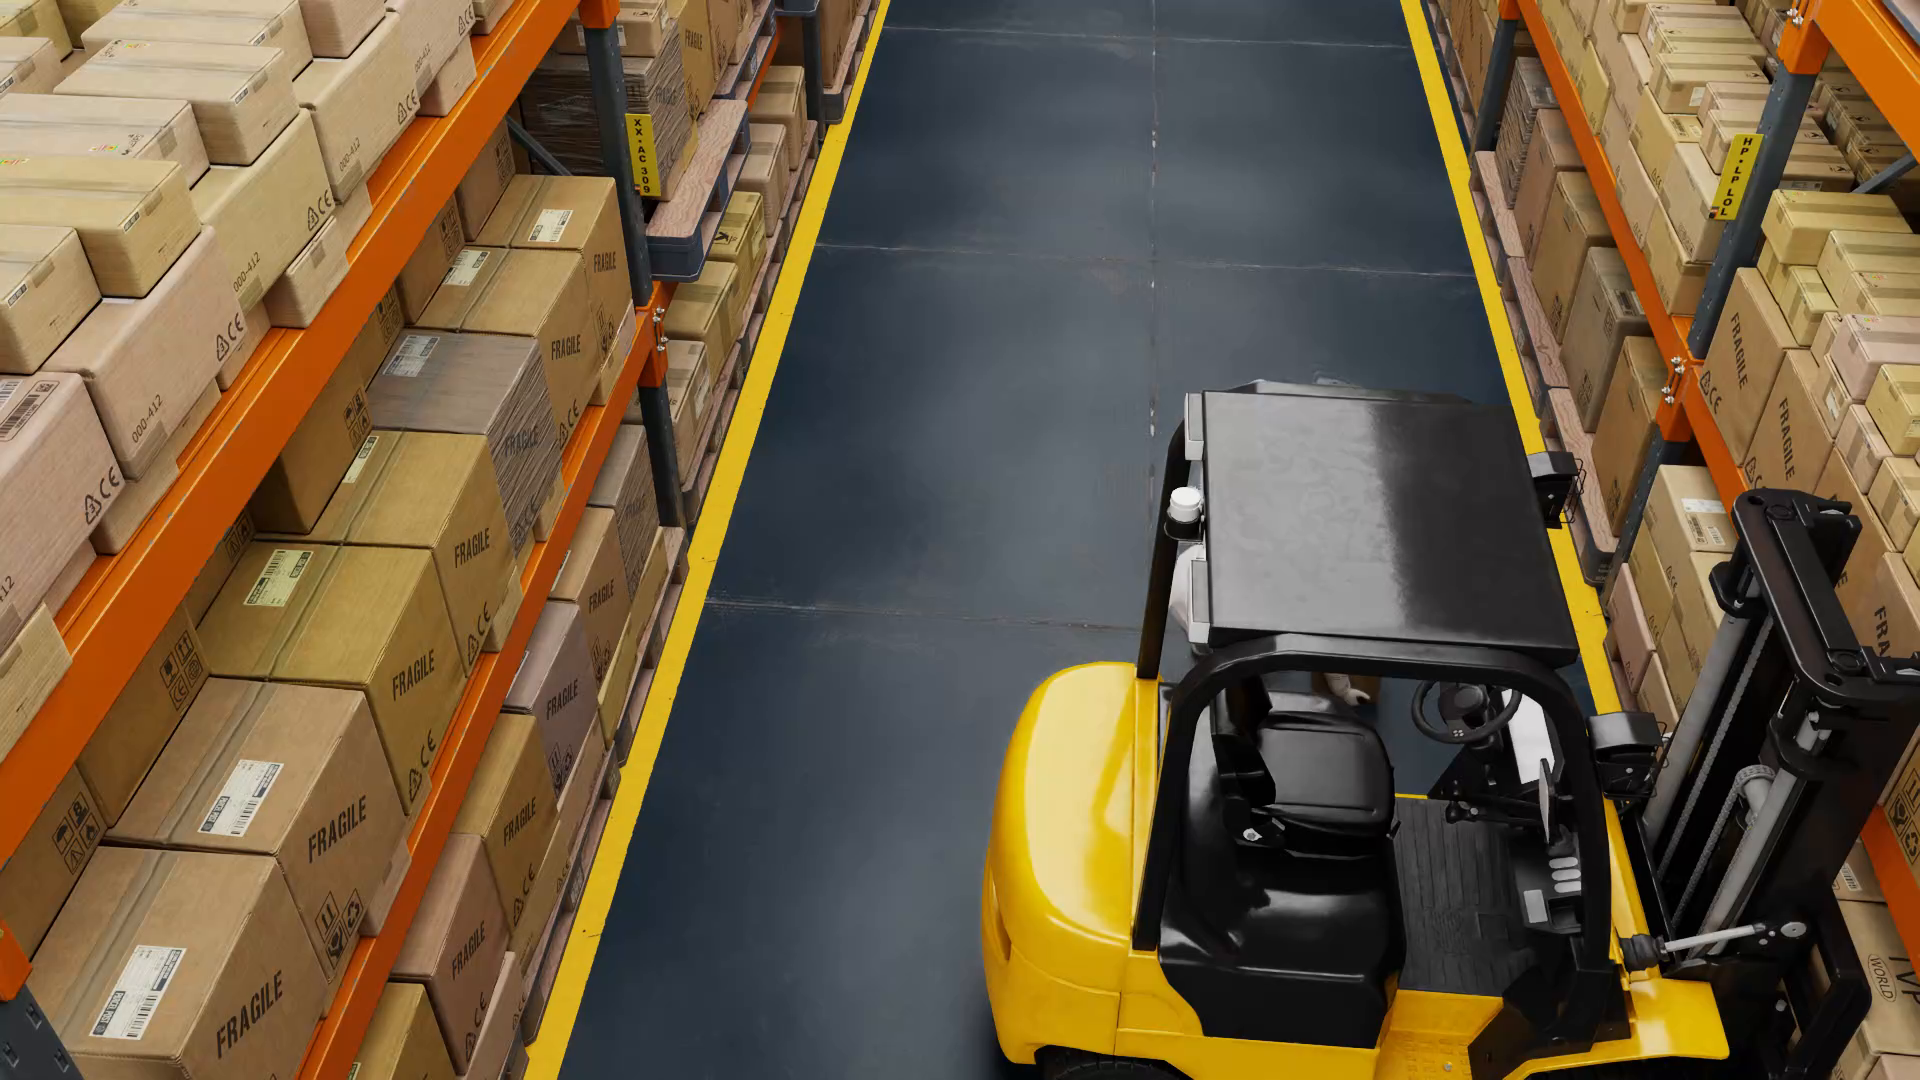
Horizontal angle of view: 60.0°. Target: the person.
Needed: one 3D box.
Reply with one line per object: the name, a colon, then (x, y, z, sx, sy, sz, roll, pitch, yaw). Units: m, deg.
person: (1.262, 0.270, 6.562, 0.902, 0.808, 0.462, 2, 40, 3)
